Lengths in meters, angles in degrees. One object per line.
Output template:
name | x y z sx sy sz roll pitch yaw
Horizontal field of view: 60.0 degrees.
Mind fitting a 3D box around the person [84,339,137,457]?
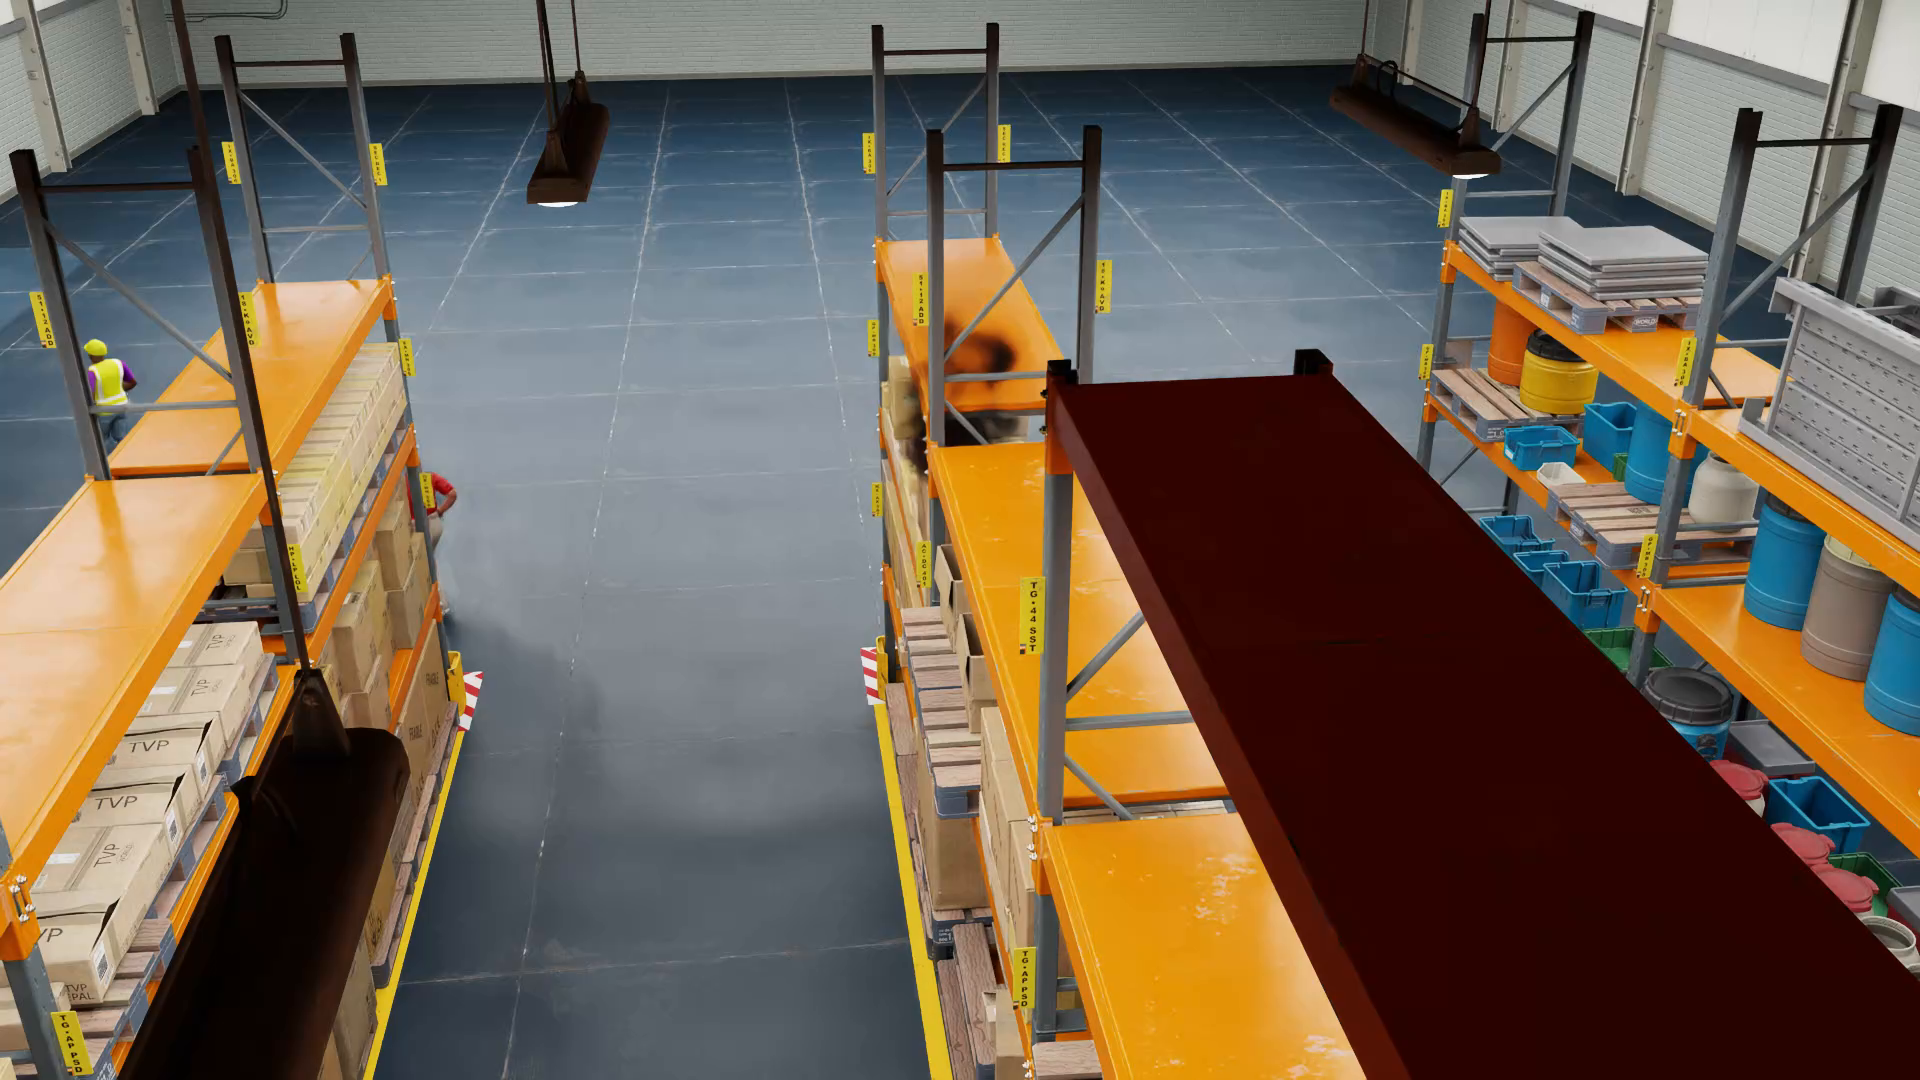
person | -10.075 -1.544 19.761 0.778 1.743 0.698 14 29 27

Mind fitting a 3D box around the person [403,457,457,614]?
person | -5.397 -0.061 16.681 0.713 1.782 0.635 22 33 38
